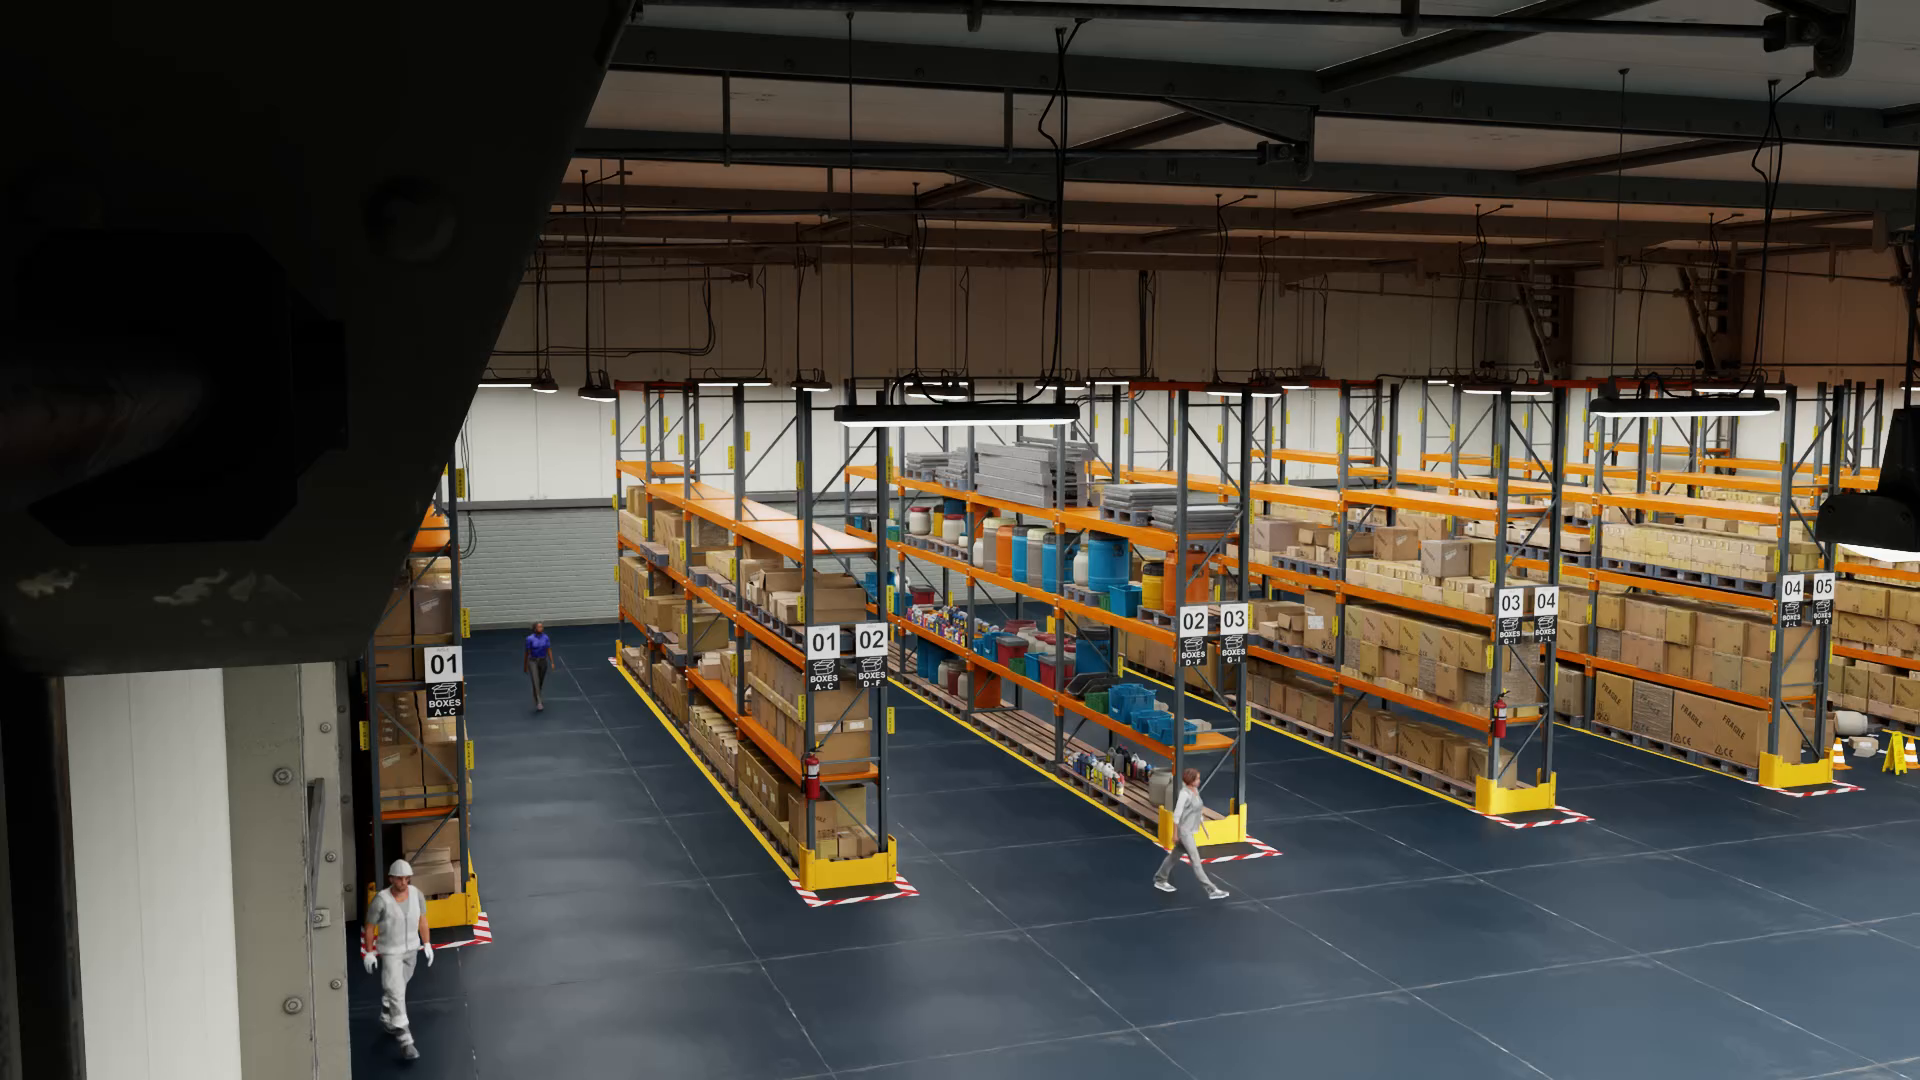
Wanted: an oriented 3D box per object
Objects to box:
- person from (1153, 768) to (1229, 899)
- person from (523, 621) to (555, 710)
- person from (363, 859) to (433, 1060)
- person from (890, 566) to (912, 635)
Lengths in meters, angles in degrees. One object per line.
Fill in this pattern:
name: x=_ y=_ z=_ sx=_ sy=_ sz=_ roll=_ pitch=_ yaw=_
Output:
person: x=2.758 y=3.516 z=19.711 sx=0.990 sy=1.428 sz=0.455 roll=2 pitch=7 yaw=22
person: x=-7.769 y=2.317 z=30.700 sx=0.508 sy=1.511 sz=1.053 roll=-4 pitch=7 yaw=-30
person: x=-5.165 y=3.811 z=15.399 sx=0.995 sy=1.729 sz=0.561 roll=5 pitch=8 yaw=37
person: x=-1.384 y=1.381 z=38.984 sx=0.508 sy=1.623 sz=1.049 roll=-2 pitch=6 yaw=-20
